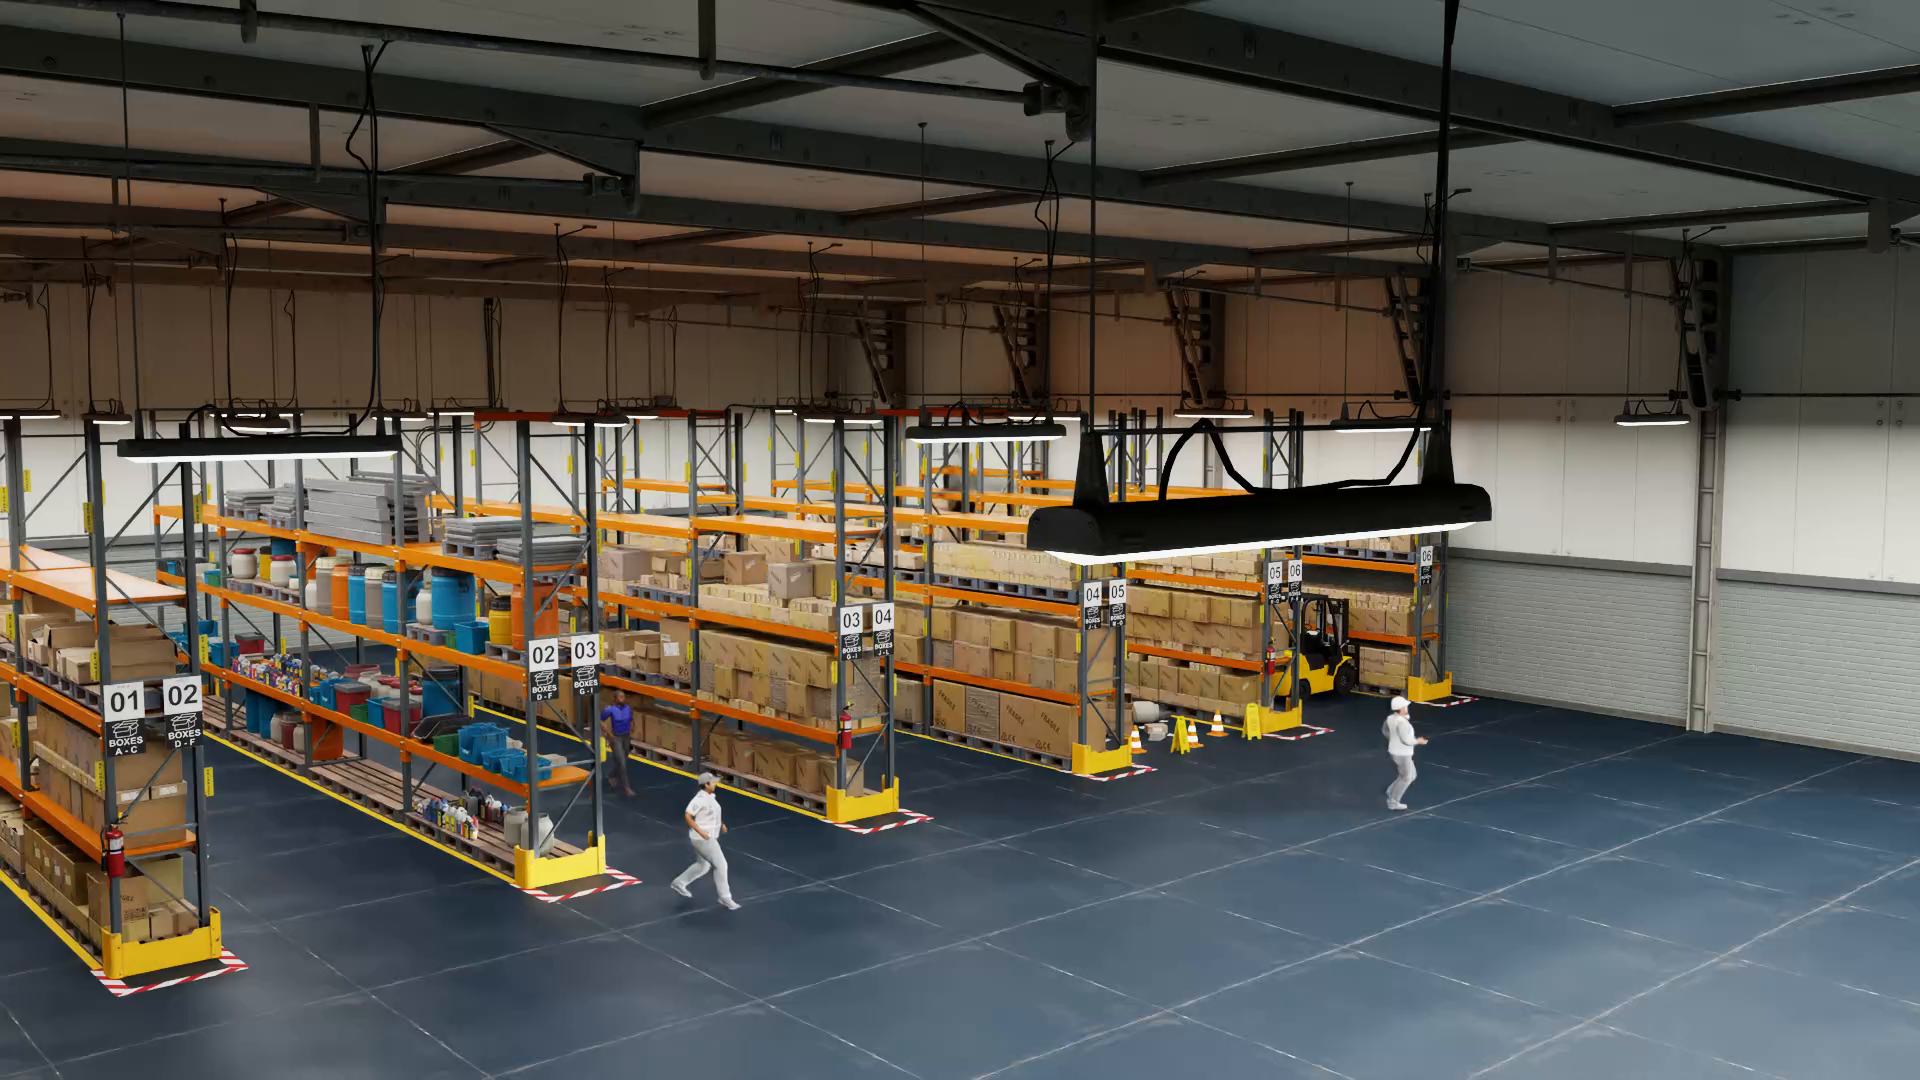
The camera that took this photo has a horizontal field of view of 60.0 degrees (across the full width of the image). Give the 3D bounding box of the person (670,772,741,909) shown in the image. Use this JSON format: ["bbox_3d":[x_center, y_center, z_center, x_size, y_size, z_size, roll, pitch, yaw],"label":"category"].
[{"bbox_3d":[-3.151,3.713,20.582,0.886,1.690,0.624,0,5,1],"label":"person"}]

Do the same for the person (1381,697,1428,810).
[{"bbox_3d":[6.775,3.233,25.300,0.590,1.727,0.648,0,5,-3],"label":"person"}]

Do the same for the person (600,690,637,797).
[{"bbox_3d":[-5.383,3.189,26.315,0.816,1.657,0.591,4,7,41],"label":"person"}]
